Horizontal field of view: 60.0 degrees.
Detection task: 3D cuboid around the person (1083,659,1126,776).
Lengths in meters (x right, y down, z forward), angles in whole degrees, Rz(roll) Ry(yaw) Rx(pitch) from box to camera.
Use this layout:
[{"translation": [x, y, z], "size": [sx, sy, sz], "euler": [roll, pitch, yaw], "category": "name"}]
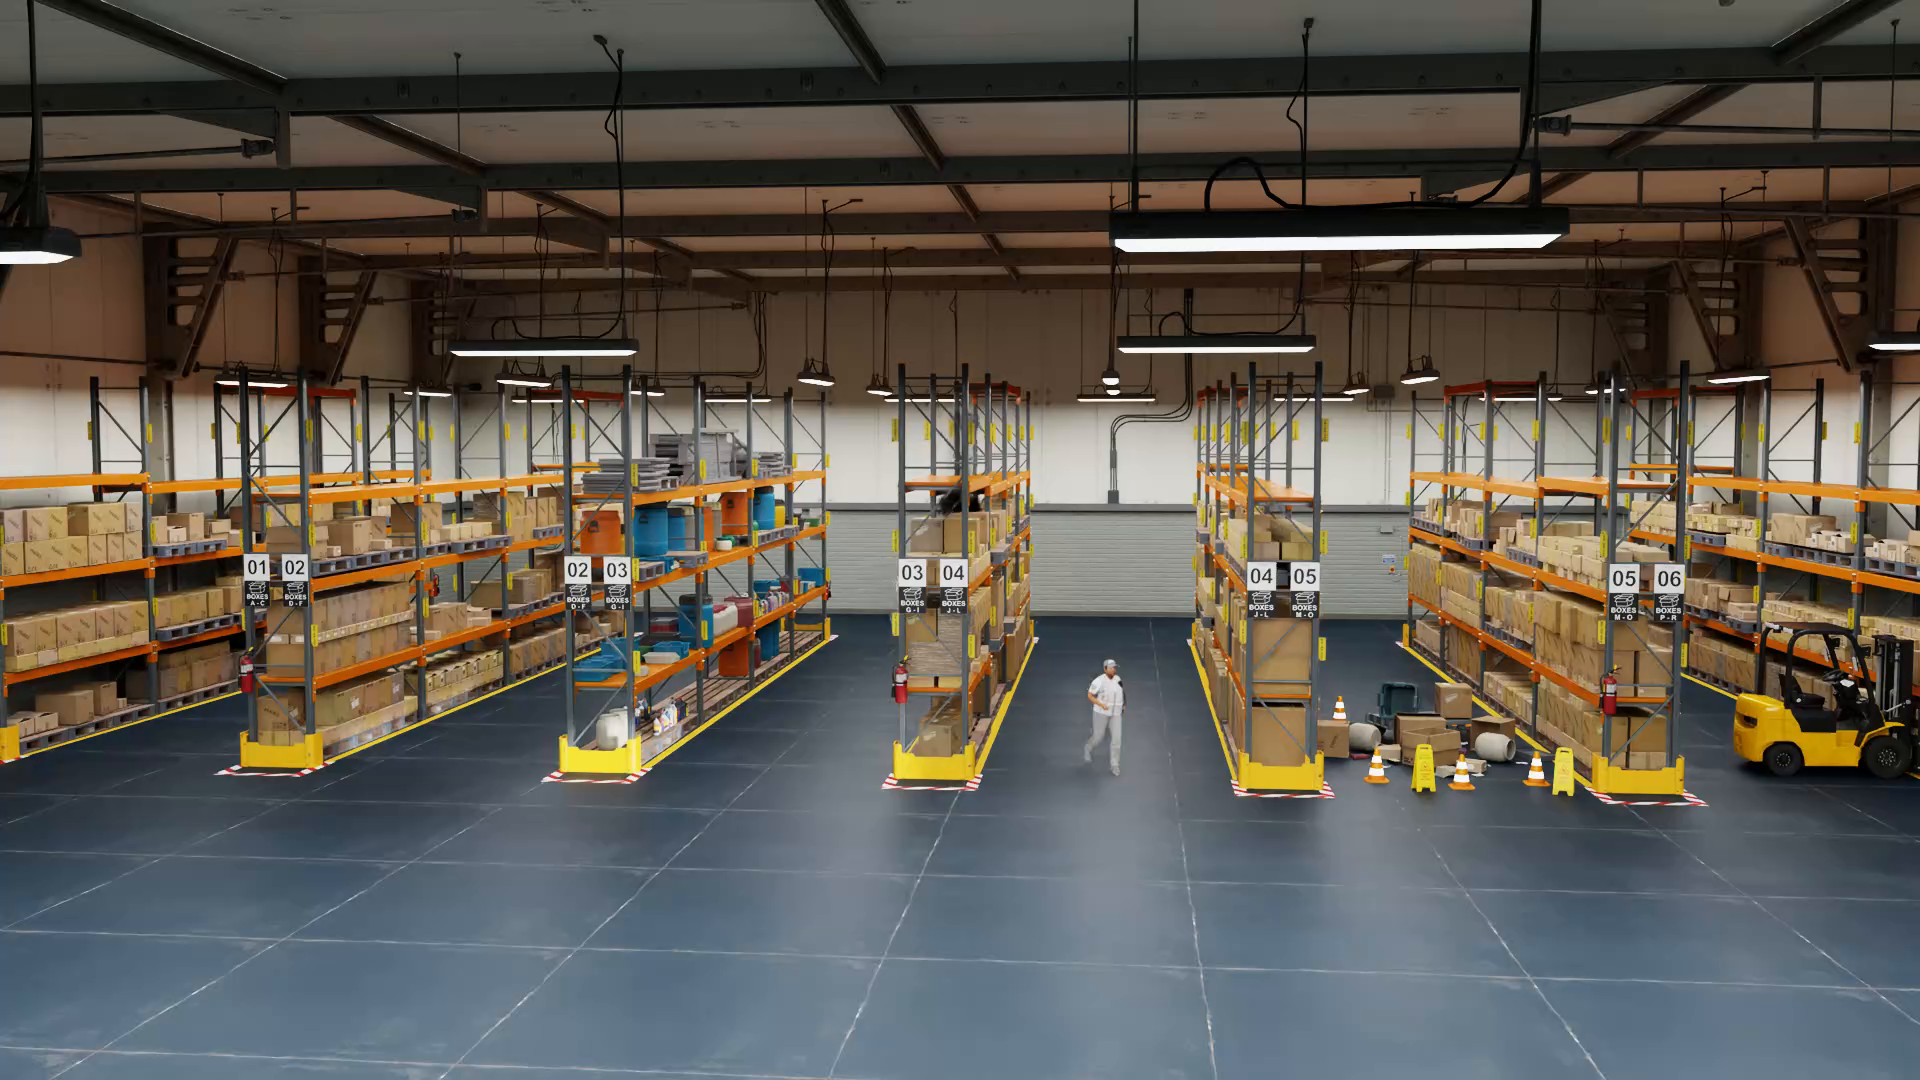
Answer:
[{"translation": [2.199, 2.592, 24.646], "size": [0.643, 1.659, 0.959], "euler": [-1, 4, -21], "category": "person"}]
